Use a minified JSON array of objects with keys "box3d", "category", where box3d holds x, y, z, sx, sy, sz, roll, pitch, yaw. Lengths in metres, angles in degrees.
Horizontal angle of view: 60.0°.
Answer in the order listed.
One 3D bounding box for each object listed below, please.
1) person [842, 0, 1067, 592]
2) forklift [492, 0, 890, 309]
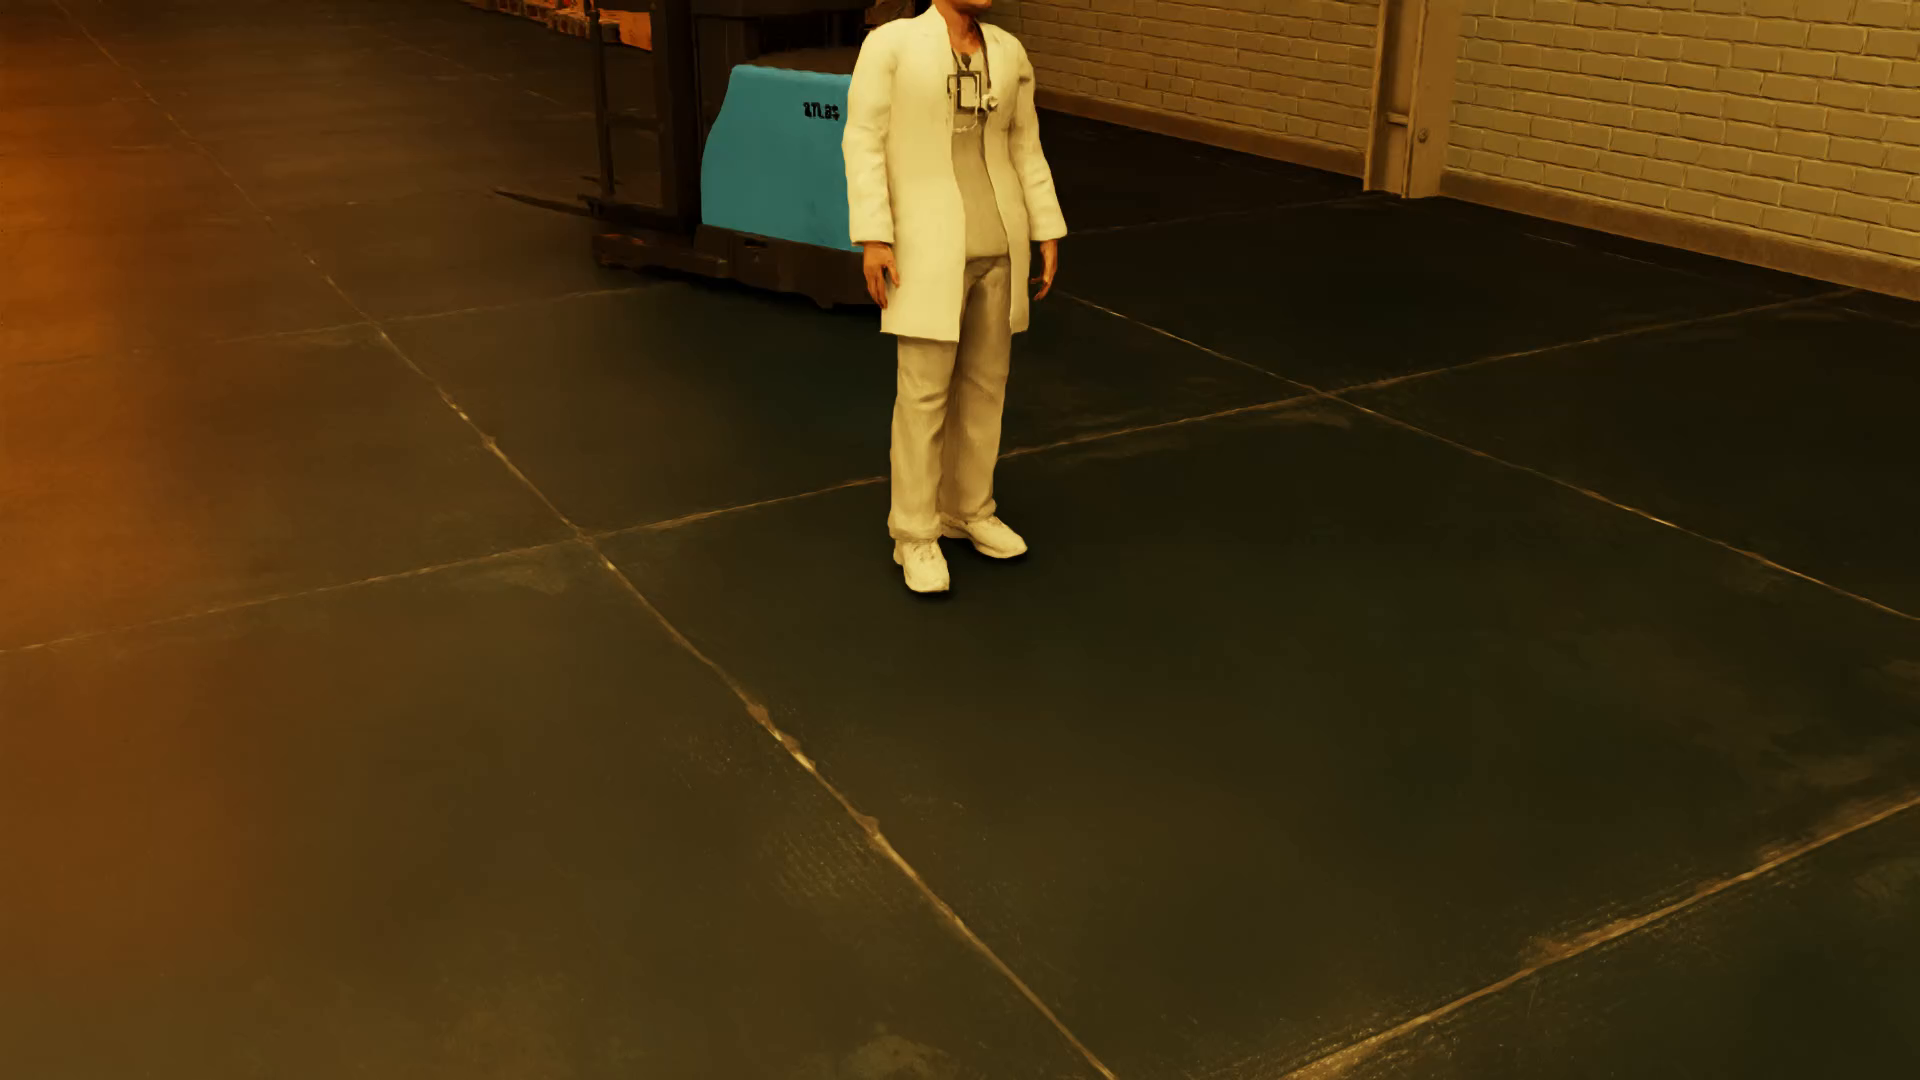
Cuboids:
[{"box3d":[0.042,-0.798,4.720,0.694,1.776,0.579,-12,25,-28],"category":"person"},{"box3d":[-1.267,-2.859,8.241,3.031,2.935,1.130,18,28,36],"category":"forklift"}]
